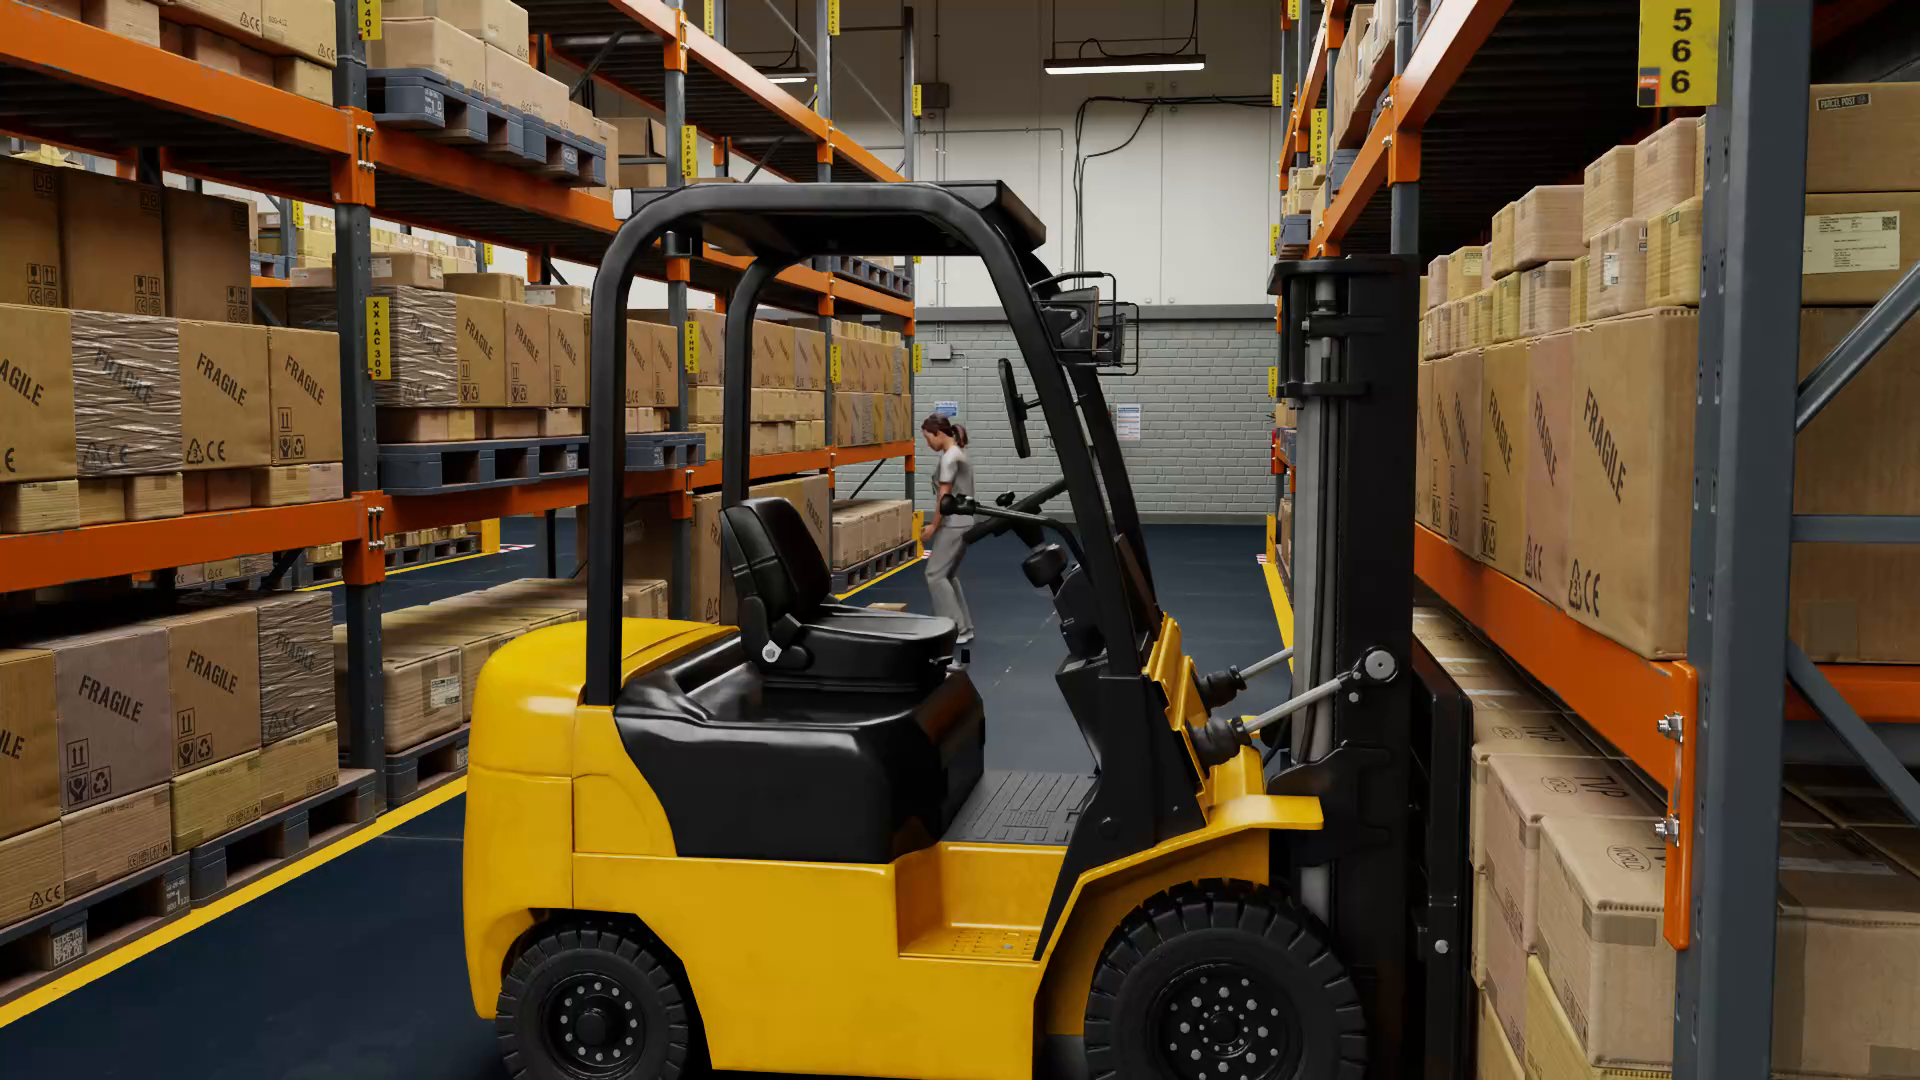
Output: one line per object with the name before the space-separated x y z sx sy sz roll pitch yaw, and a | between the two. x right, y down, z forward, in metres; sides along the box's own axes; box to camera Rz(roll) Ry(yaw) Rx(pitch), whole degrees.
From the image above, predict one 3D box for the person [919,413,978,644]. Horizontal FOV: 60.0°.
person | -0.078 -0.082 11.751 0.388 1.627 0.461 1 5 10
